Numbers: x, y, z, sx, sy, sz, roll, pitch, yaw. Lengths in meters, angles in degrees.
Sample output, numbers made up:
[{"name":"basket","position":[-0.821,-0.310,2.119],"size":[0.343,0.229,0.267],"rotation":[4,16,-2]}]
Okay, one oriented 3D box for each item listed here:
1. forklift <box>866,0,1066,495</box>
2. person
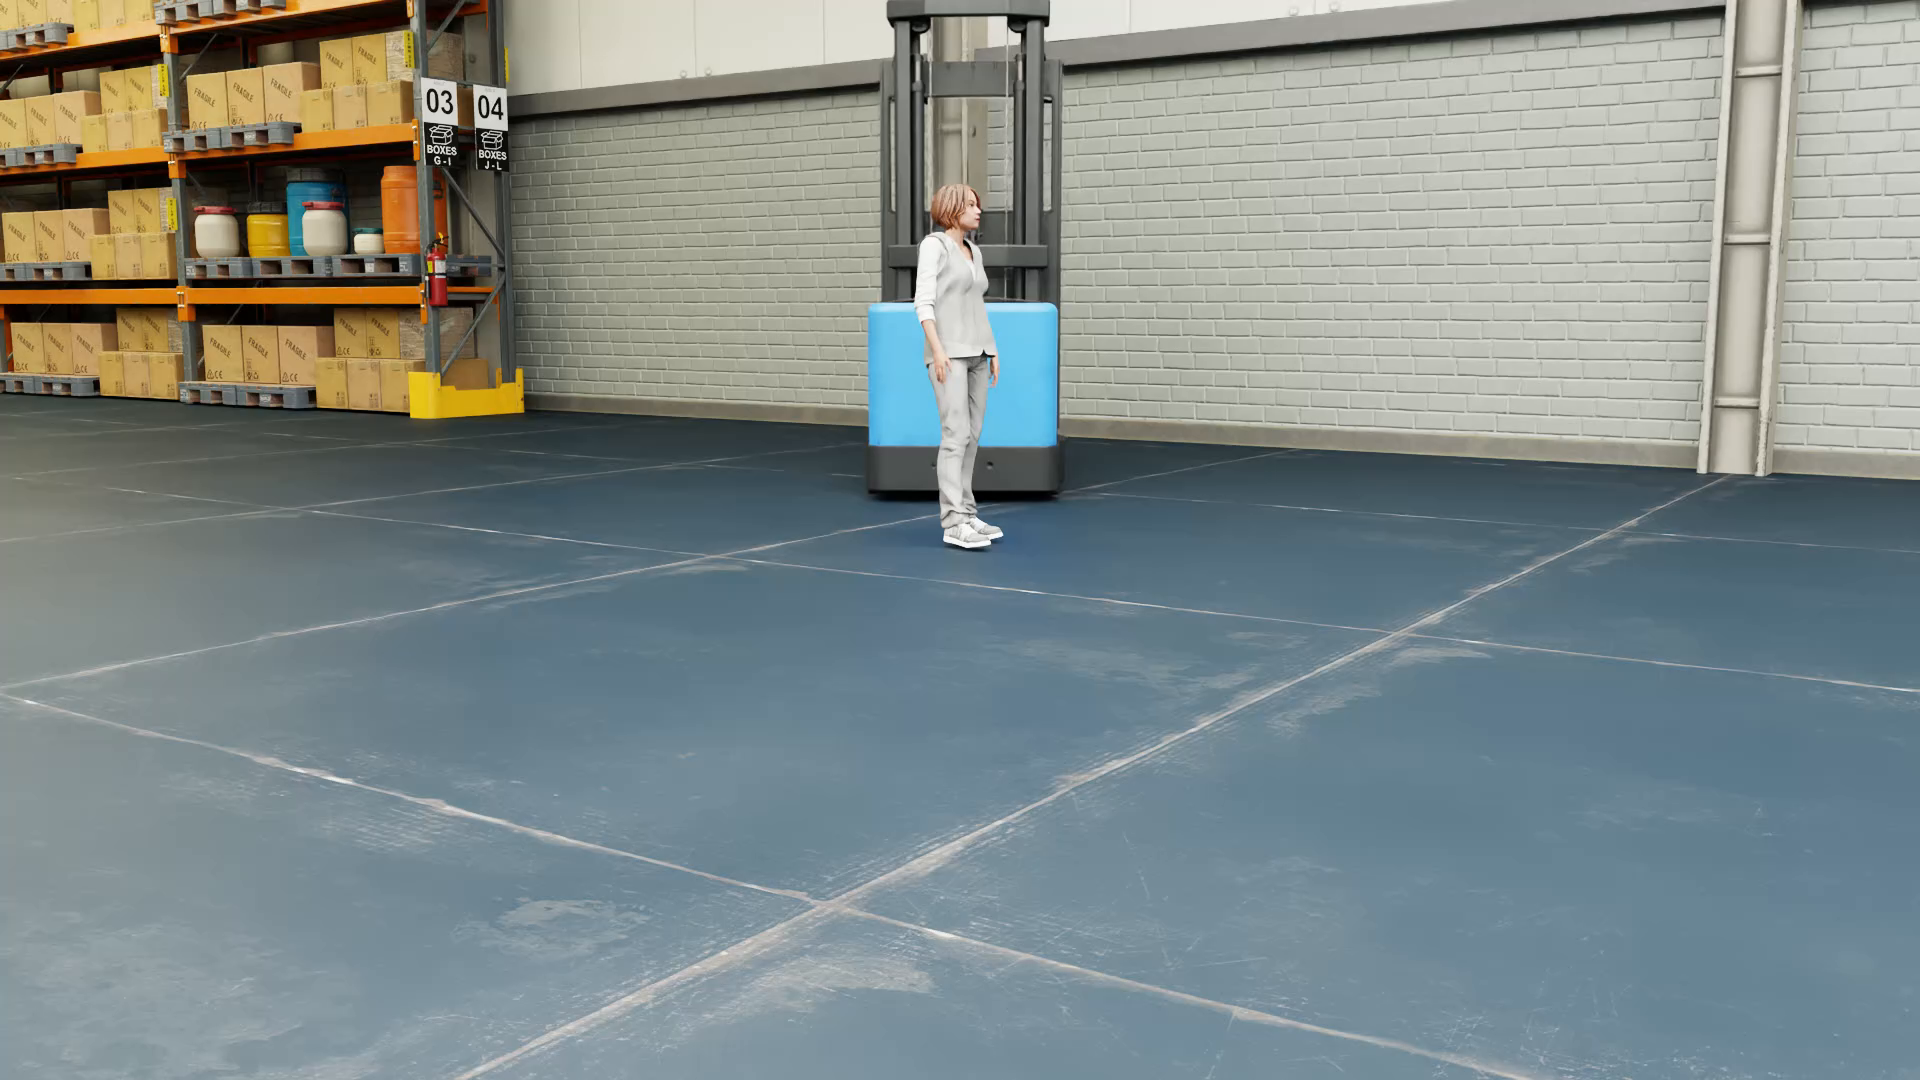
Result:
[{"name":"forklift","position":[0.078,-1.858,10.260],"size":[1.130,2.935,3.031],"rotation":[0,8,3]},{"name":"person","position":[0.053,-0.791,7.437],"size":[0.474,1.598,0.519],"rotation":[5,10,34]}]
